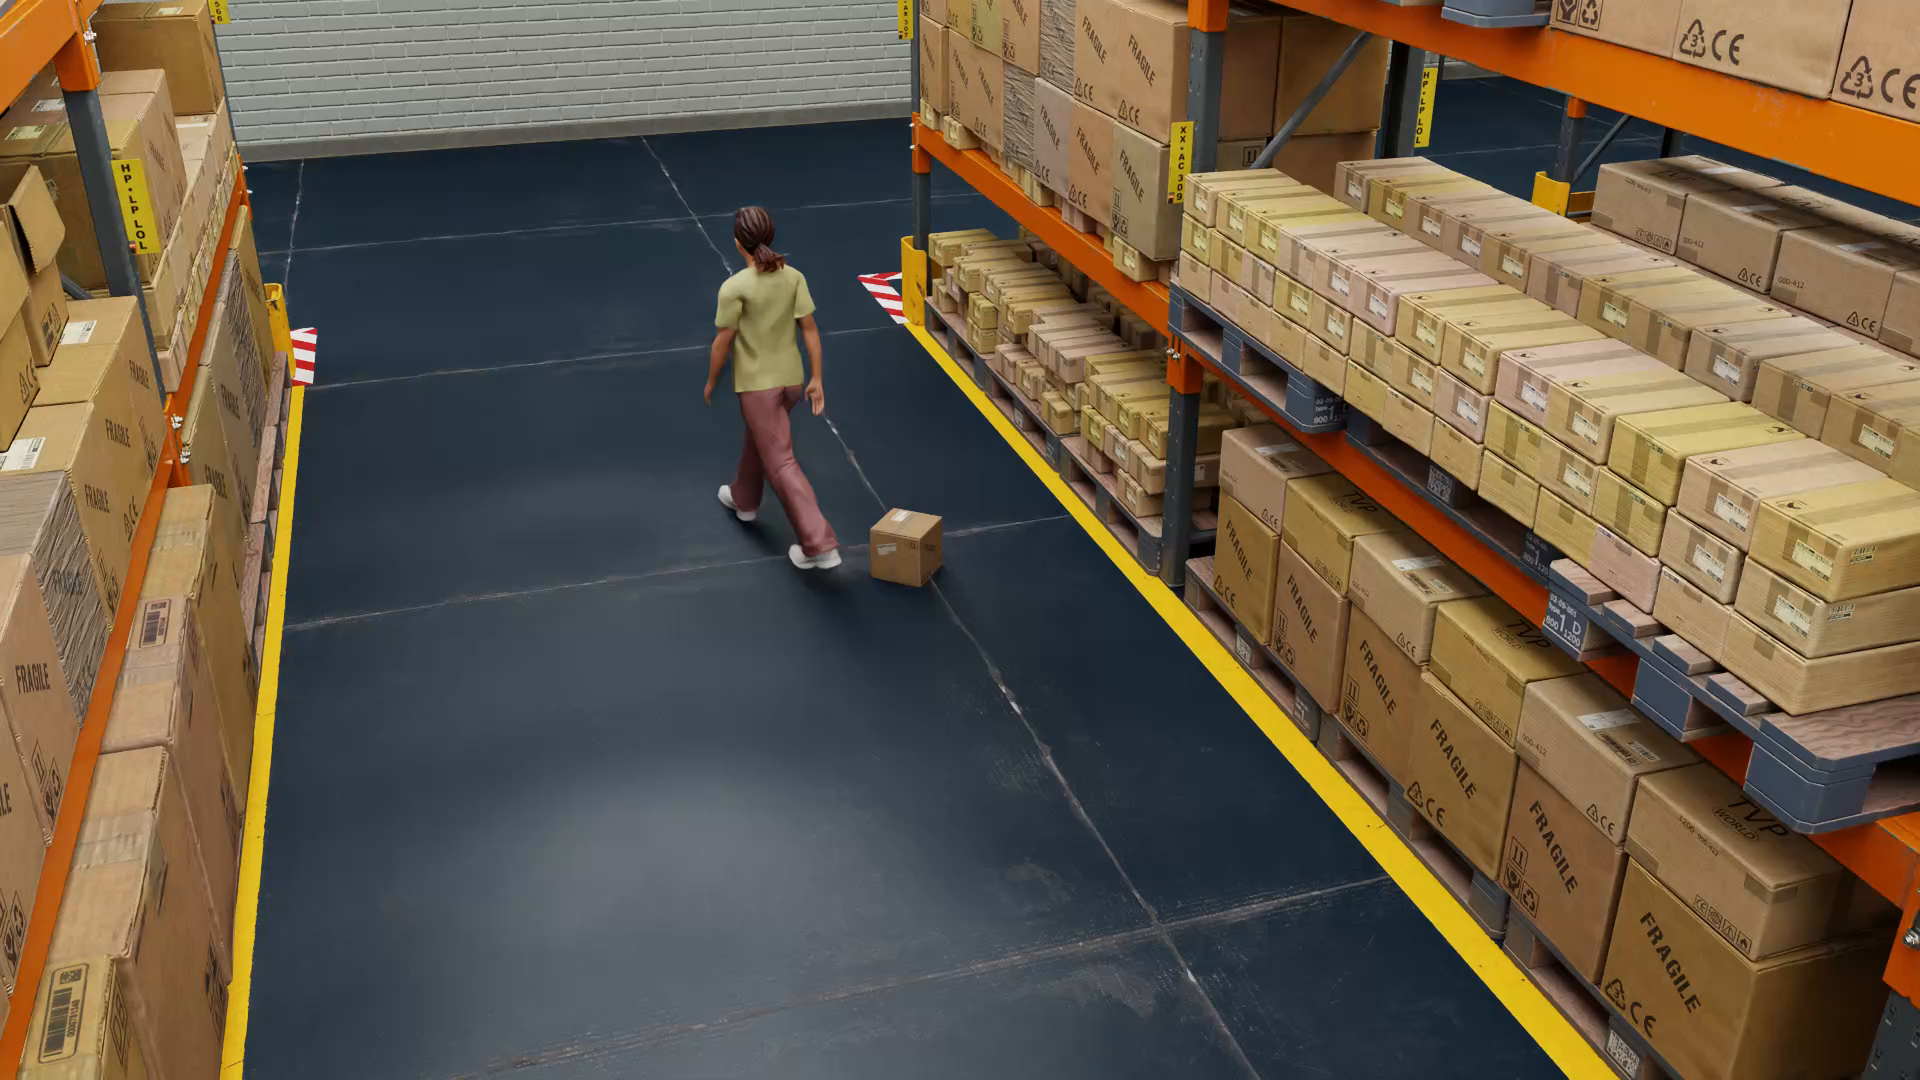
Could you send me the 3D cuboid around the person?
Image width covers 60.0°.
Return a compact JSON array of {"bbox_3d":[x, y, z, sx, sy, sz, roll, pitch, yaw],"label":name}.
[{"bbox_3d":[-0.882,-0.711,7.550,0.458,1.609,1.106,-23,35,-38],"label":"person"}]
